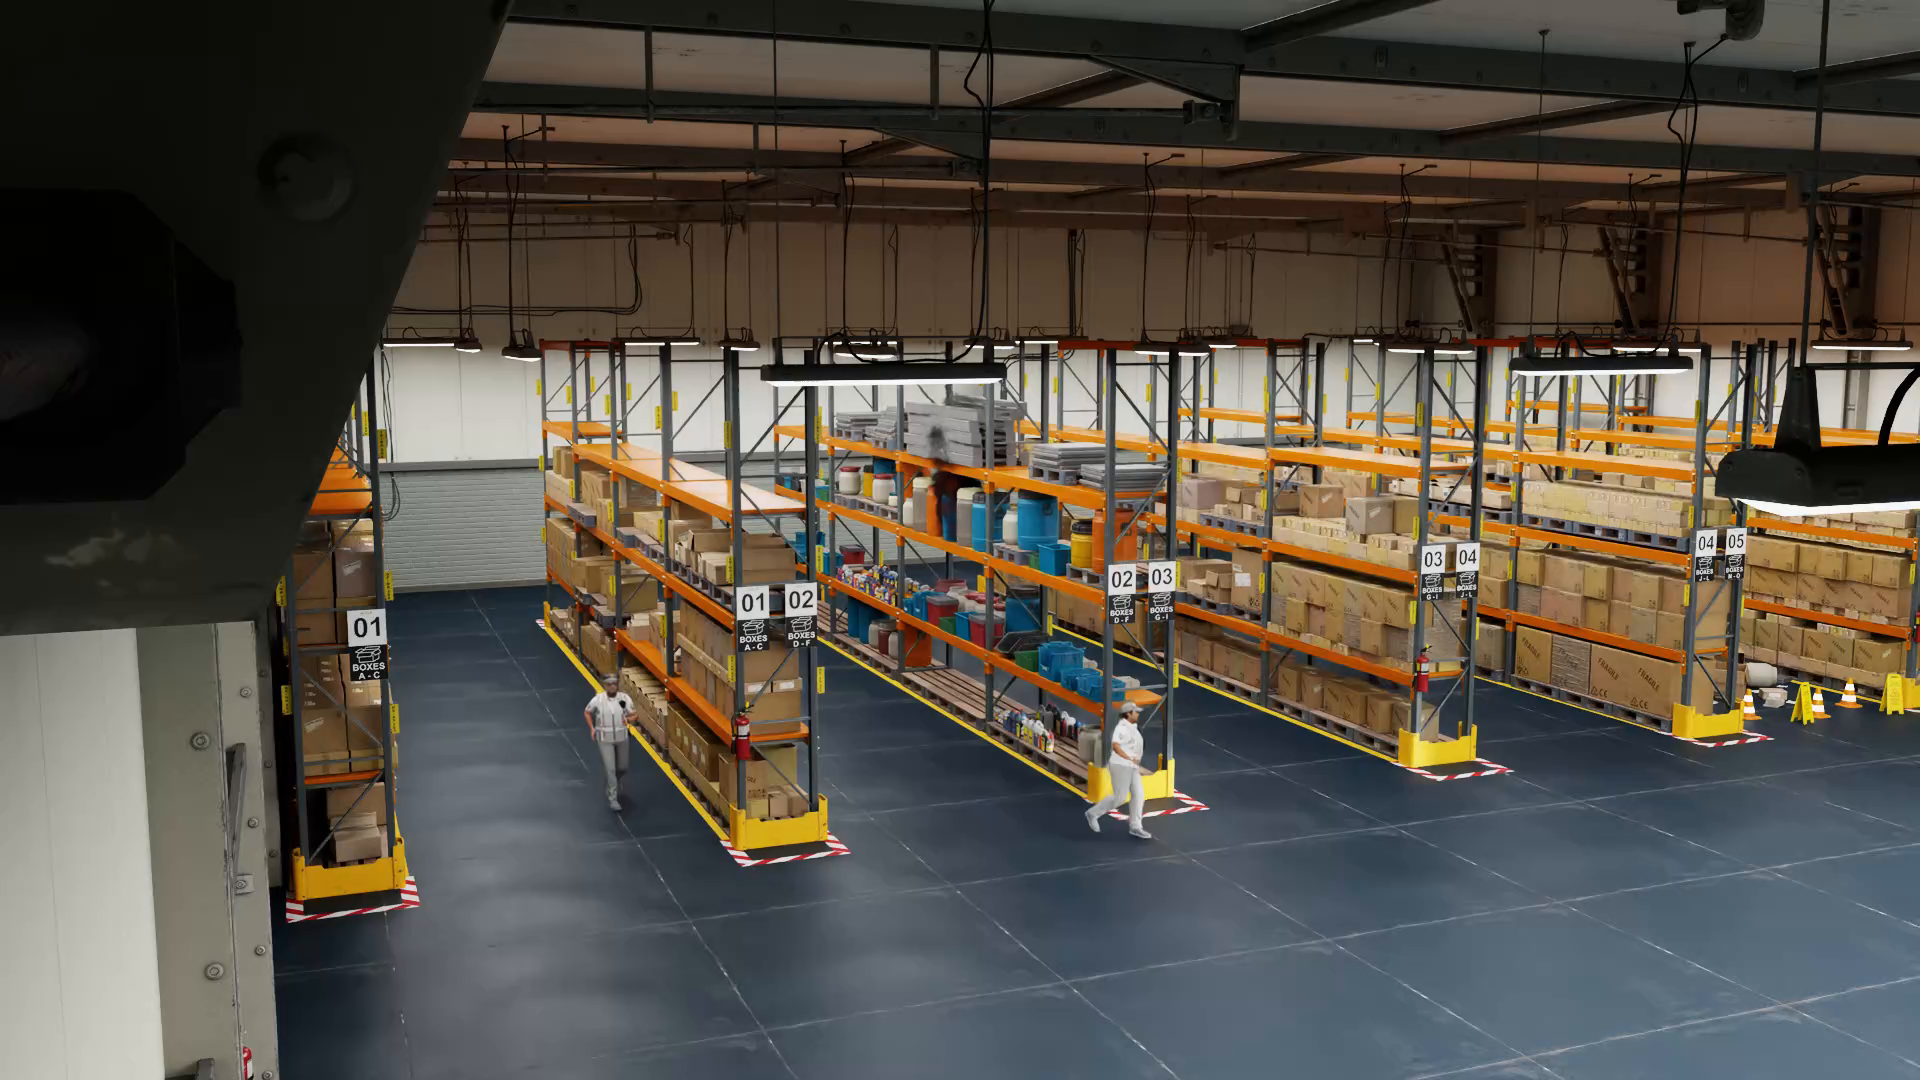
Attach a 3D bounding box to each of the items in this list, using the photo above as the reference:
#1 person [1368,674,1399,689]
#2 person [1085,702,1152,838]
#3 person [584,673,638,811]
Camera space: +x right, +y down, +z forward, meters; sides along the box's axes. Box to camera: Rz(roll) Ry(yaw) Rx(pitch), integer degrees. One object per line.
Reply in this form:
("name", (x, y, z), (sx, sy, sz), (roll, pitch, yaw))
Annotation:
("person", (7.442, 1.769, 28.950), (0.576, 1.694, 0.716), (-4, 8, -27))
("person", (2.043, 2.834, 20.752), (0.837, 1.634, 0.714), (3, 8, 21))
("person", (-4.580, 2.605, 21.919), (0.673, 1.755, 0.944), (-3, 8, -22))
